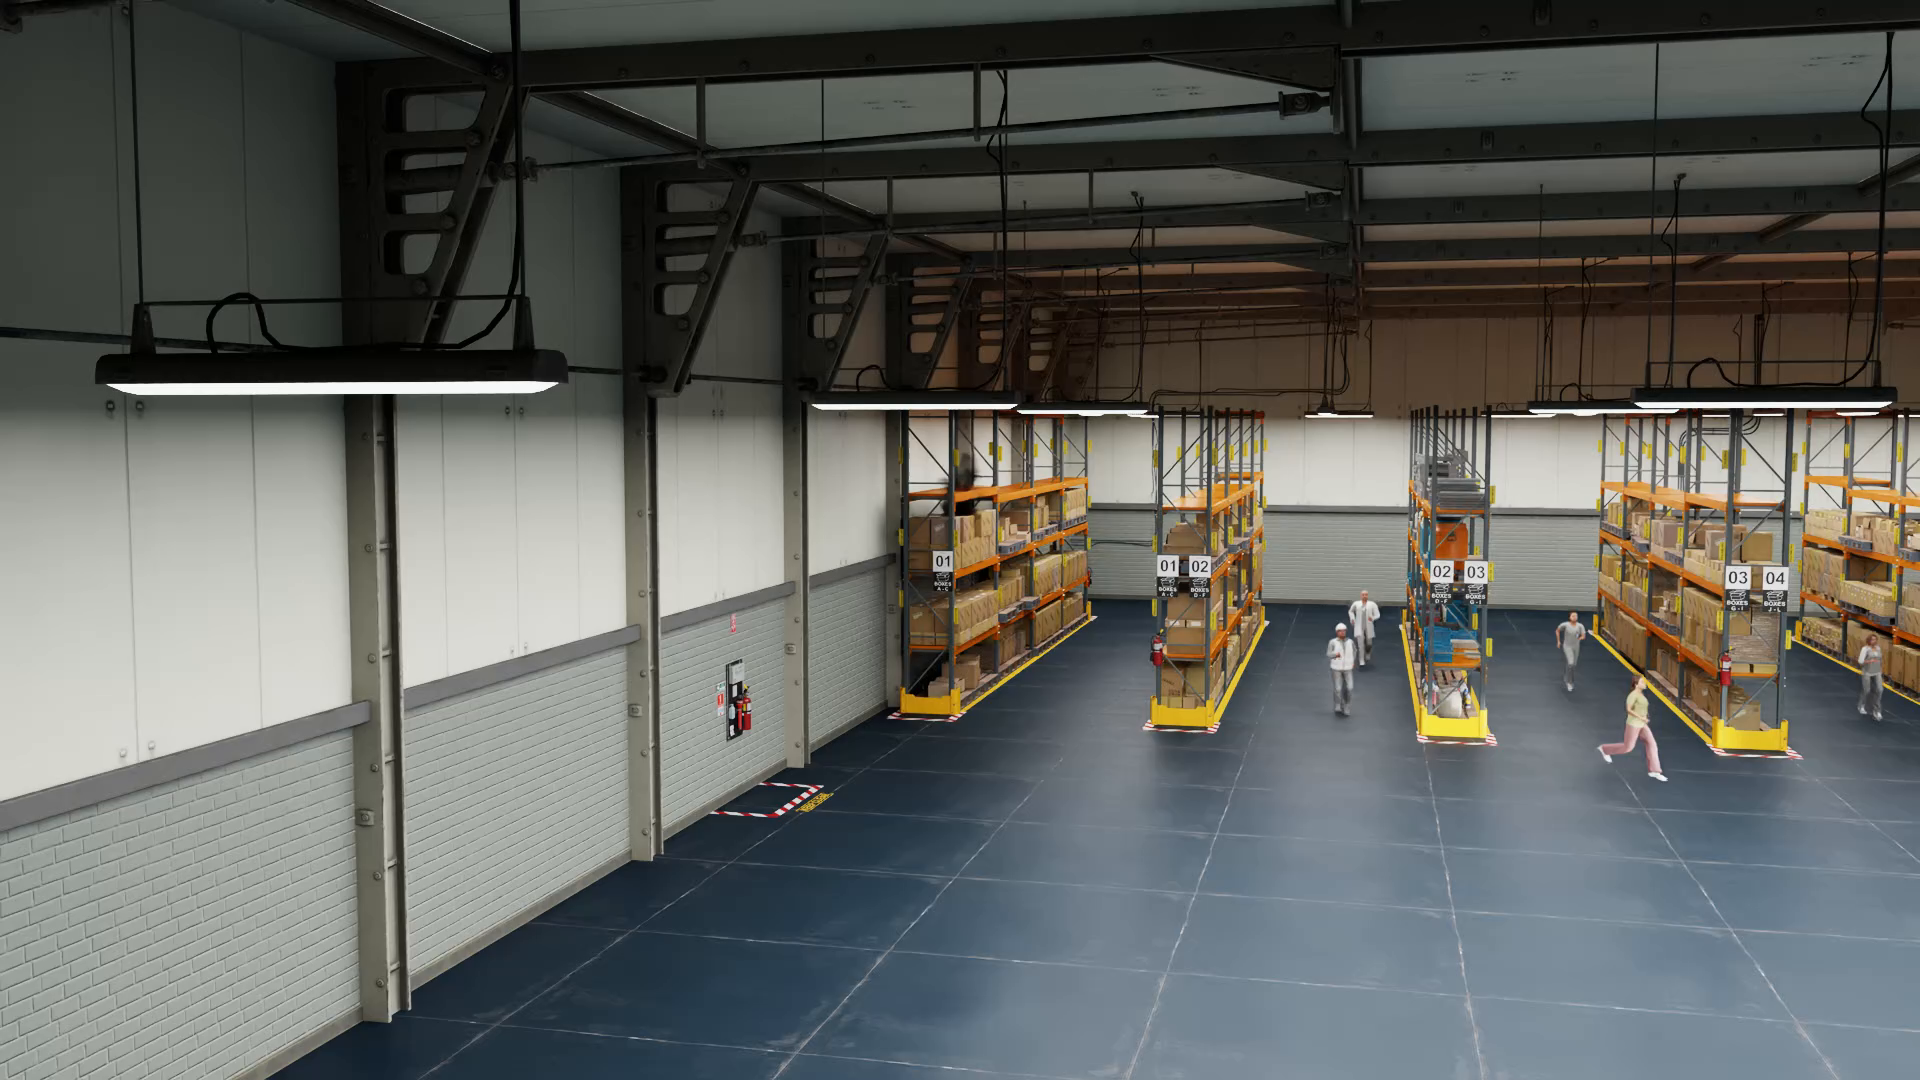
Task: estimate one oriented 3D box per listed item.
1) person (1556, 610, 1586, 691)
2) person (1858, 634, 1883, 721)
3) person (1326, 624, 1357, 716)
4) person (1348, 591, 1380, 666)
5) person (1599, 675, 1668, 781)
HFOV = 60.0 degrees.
[{"bbox_3d":[13.029,2.348,35.447,0.527,1.713,0.817,0,4,1],"label":"person"},{"bbox_3d":[17.514,2.617,31.970,0.520,1.635,0.706,0,4,5],"label":"person"},{"bbox_3d":[7.445,2.529,32.350,0.639,1.800,0.680,0,4,2],"label":"person"},{"bbox_3d":[9.464,2.054,38.987,0.719,1.744,0.897,1,4,14],"label":"person"},{"bbox_3d":[10.837,2.997,26.740,0.549,1.662,1.093,-4,6,-43],"label":"person"}]
